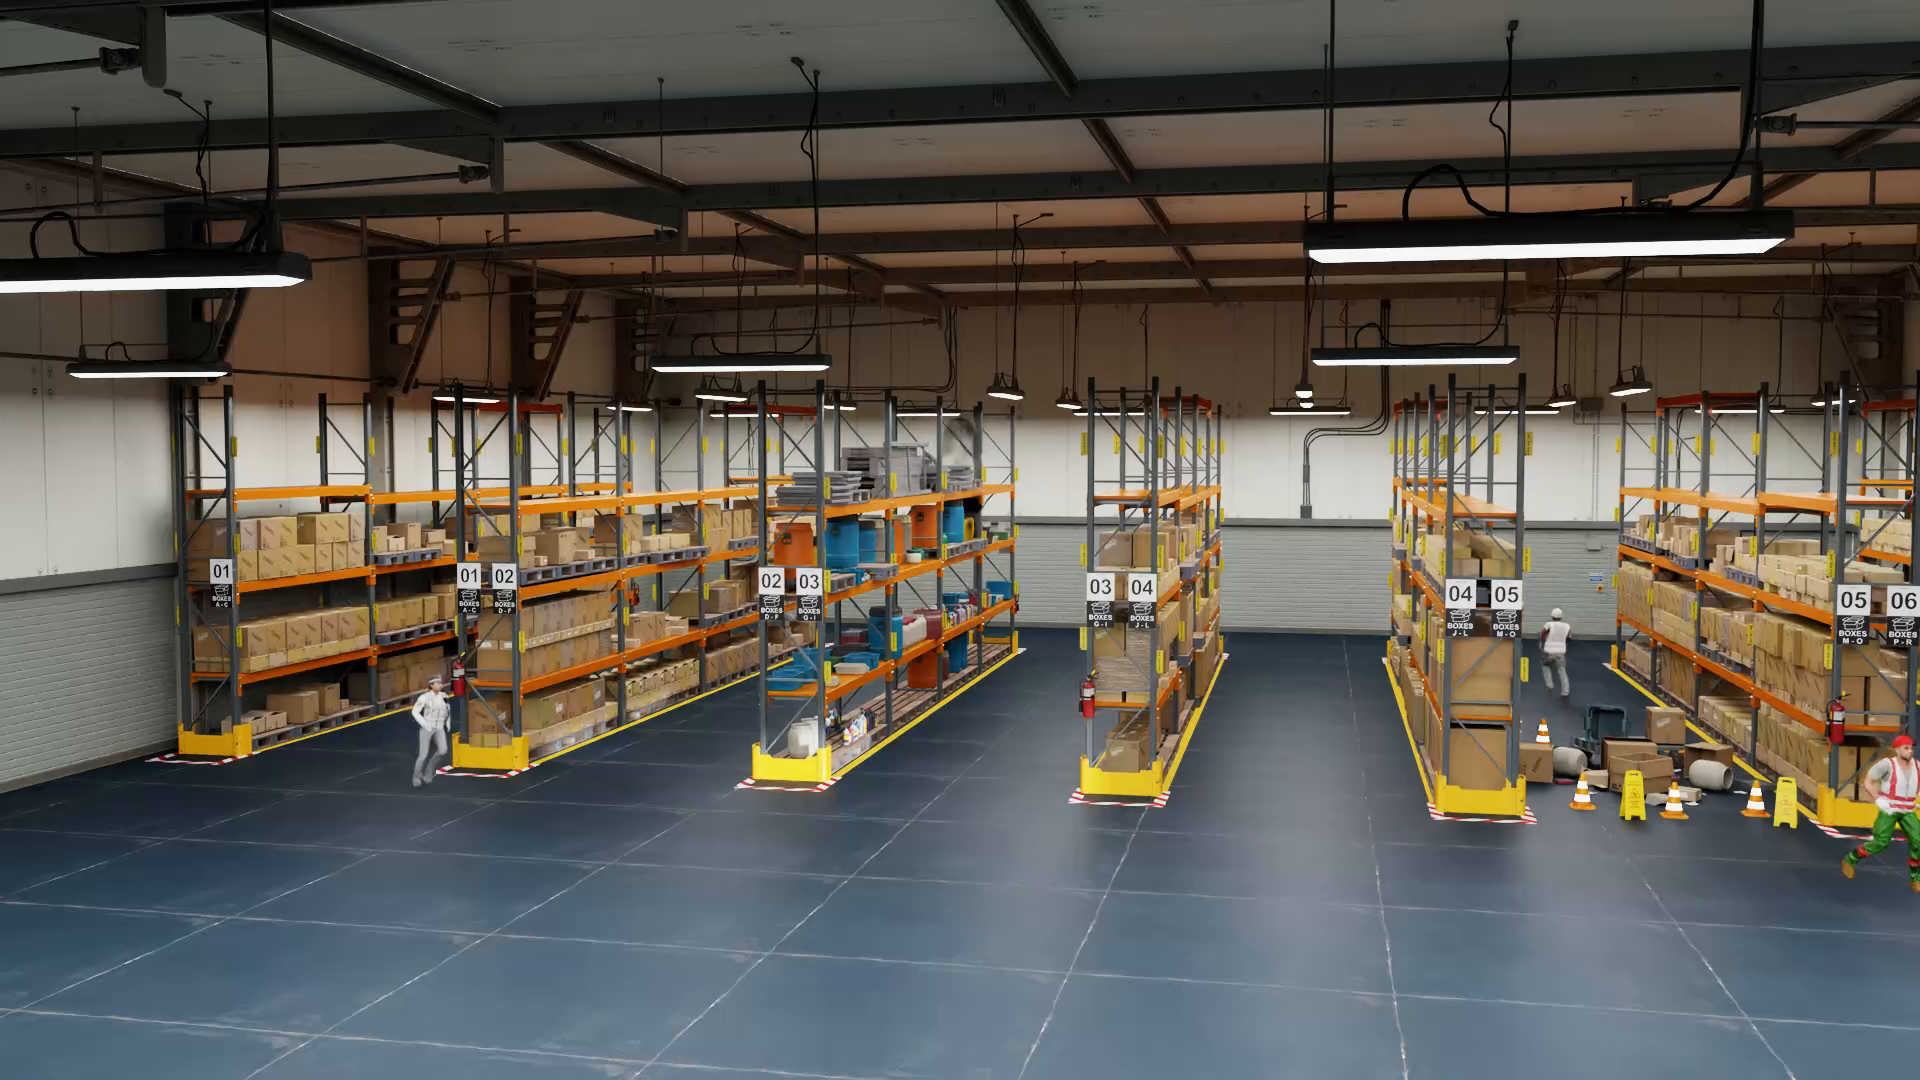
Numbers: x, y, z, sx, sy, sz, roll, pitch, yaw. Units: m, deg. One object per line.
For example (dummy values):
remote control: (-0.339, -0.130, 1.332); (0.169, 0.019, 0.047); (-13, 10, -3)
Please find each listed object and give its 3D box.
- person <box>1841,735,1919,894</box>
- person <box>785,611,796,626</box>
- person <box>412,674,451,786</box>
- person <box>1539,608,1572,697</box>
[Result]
person: (10.584, 3.087, 18.868); (0.885, 1.778, 0.732); (0, 3, -8)
person: (-4.457, 1.789, 42.715); (0.742, 1.609, 0.547); (0, 3, 9)
person: (-7.787, 2.802, 24.647); (0.673, 1.637, 0.562); (-3, 4, -42)
person: (11.833, 2.258, 33.099); (0.692, 1.796, 0.889); (0, 3, 4)
